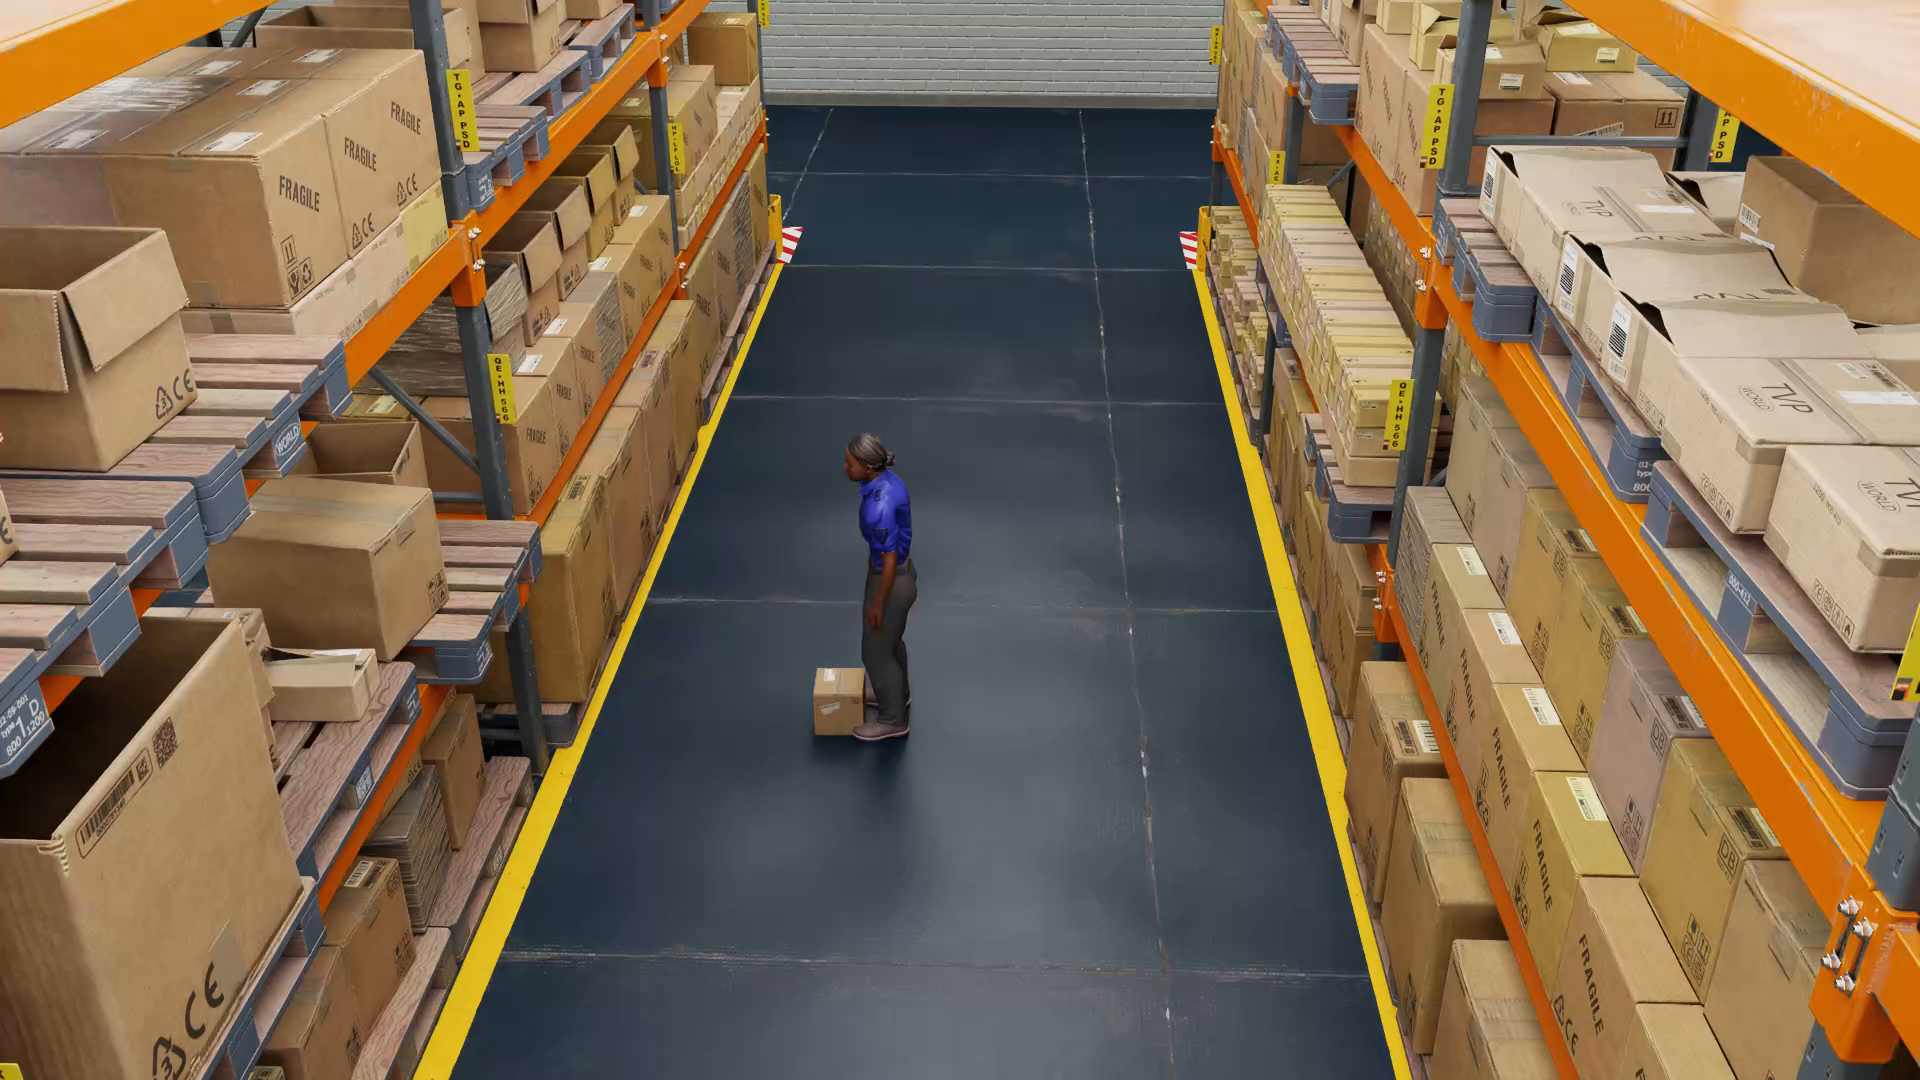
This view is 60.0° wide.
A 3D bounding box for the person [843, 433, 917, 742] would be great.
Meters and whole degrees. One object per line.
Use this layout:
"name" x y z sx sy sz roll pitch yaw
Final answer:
"person" -0.384 0.214 8.226 0.347 1.655 0.532 0 28 -1
